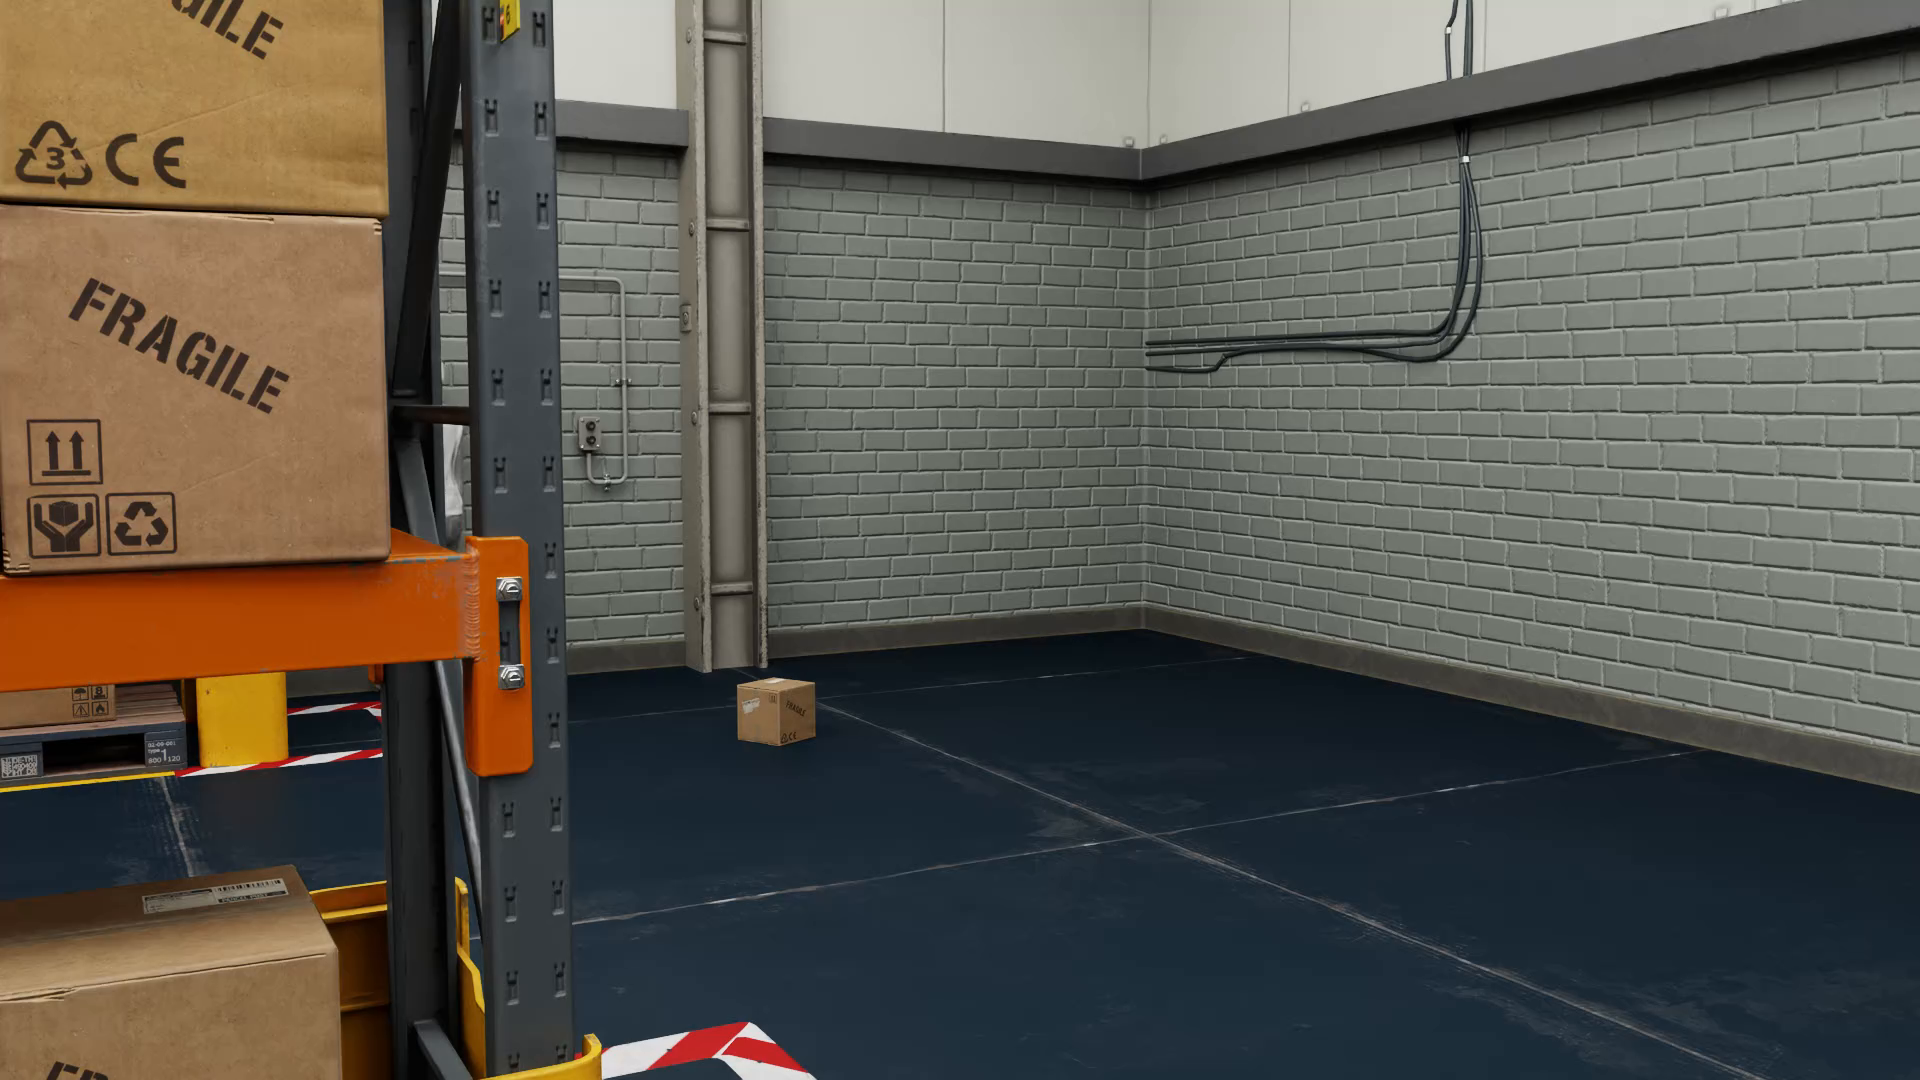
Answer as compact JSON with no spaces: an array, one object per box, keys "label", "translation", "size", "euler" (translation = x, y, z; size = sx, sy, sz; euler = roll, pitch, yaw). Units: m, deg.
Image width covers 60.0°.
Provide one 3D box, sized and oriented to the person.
[{"label":"person","translation":[-2.803,-0.091,8.633],"size":[0.358,1.784,0.529],"euler":[2,5,25]}]
